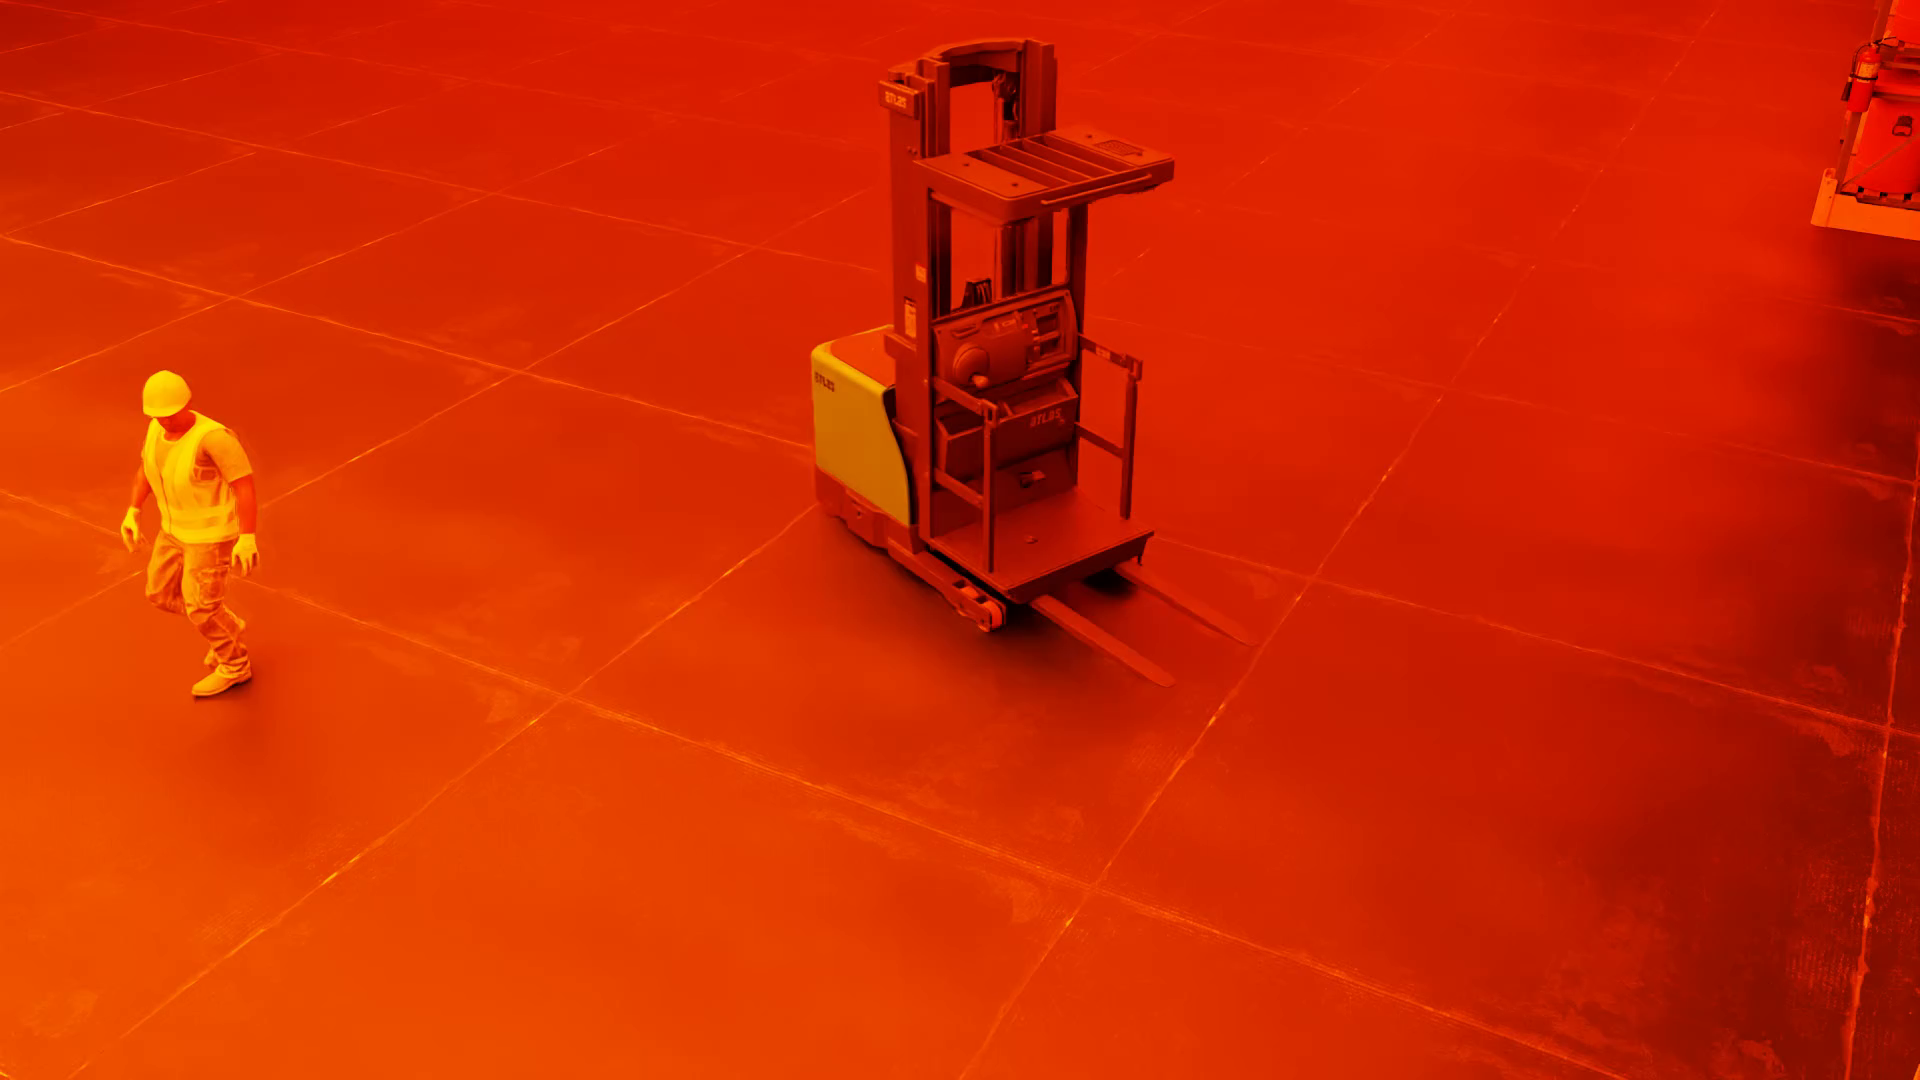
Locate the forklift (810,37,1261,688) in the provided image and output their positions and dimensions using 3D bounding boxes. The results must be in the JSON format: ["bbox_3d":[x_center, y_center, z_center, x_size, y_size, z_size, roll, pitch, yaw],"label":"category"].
[{"bbox_3d":[0.386,-1.044,8.880,1.130,2.935,3.031,-21,36,-31],"label":"forklift"}]

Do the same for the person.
[{"bbox_3d":[-3.796,-0.015,8.286,0.805,1.750,0.488,22,37,33],"label":"person"}]
